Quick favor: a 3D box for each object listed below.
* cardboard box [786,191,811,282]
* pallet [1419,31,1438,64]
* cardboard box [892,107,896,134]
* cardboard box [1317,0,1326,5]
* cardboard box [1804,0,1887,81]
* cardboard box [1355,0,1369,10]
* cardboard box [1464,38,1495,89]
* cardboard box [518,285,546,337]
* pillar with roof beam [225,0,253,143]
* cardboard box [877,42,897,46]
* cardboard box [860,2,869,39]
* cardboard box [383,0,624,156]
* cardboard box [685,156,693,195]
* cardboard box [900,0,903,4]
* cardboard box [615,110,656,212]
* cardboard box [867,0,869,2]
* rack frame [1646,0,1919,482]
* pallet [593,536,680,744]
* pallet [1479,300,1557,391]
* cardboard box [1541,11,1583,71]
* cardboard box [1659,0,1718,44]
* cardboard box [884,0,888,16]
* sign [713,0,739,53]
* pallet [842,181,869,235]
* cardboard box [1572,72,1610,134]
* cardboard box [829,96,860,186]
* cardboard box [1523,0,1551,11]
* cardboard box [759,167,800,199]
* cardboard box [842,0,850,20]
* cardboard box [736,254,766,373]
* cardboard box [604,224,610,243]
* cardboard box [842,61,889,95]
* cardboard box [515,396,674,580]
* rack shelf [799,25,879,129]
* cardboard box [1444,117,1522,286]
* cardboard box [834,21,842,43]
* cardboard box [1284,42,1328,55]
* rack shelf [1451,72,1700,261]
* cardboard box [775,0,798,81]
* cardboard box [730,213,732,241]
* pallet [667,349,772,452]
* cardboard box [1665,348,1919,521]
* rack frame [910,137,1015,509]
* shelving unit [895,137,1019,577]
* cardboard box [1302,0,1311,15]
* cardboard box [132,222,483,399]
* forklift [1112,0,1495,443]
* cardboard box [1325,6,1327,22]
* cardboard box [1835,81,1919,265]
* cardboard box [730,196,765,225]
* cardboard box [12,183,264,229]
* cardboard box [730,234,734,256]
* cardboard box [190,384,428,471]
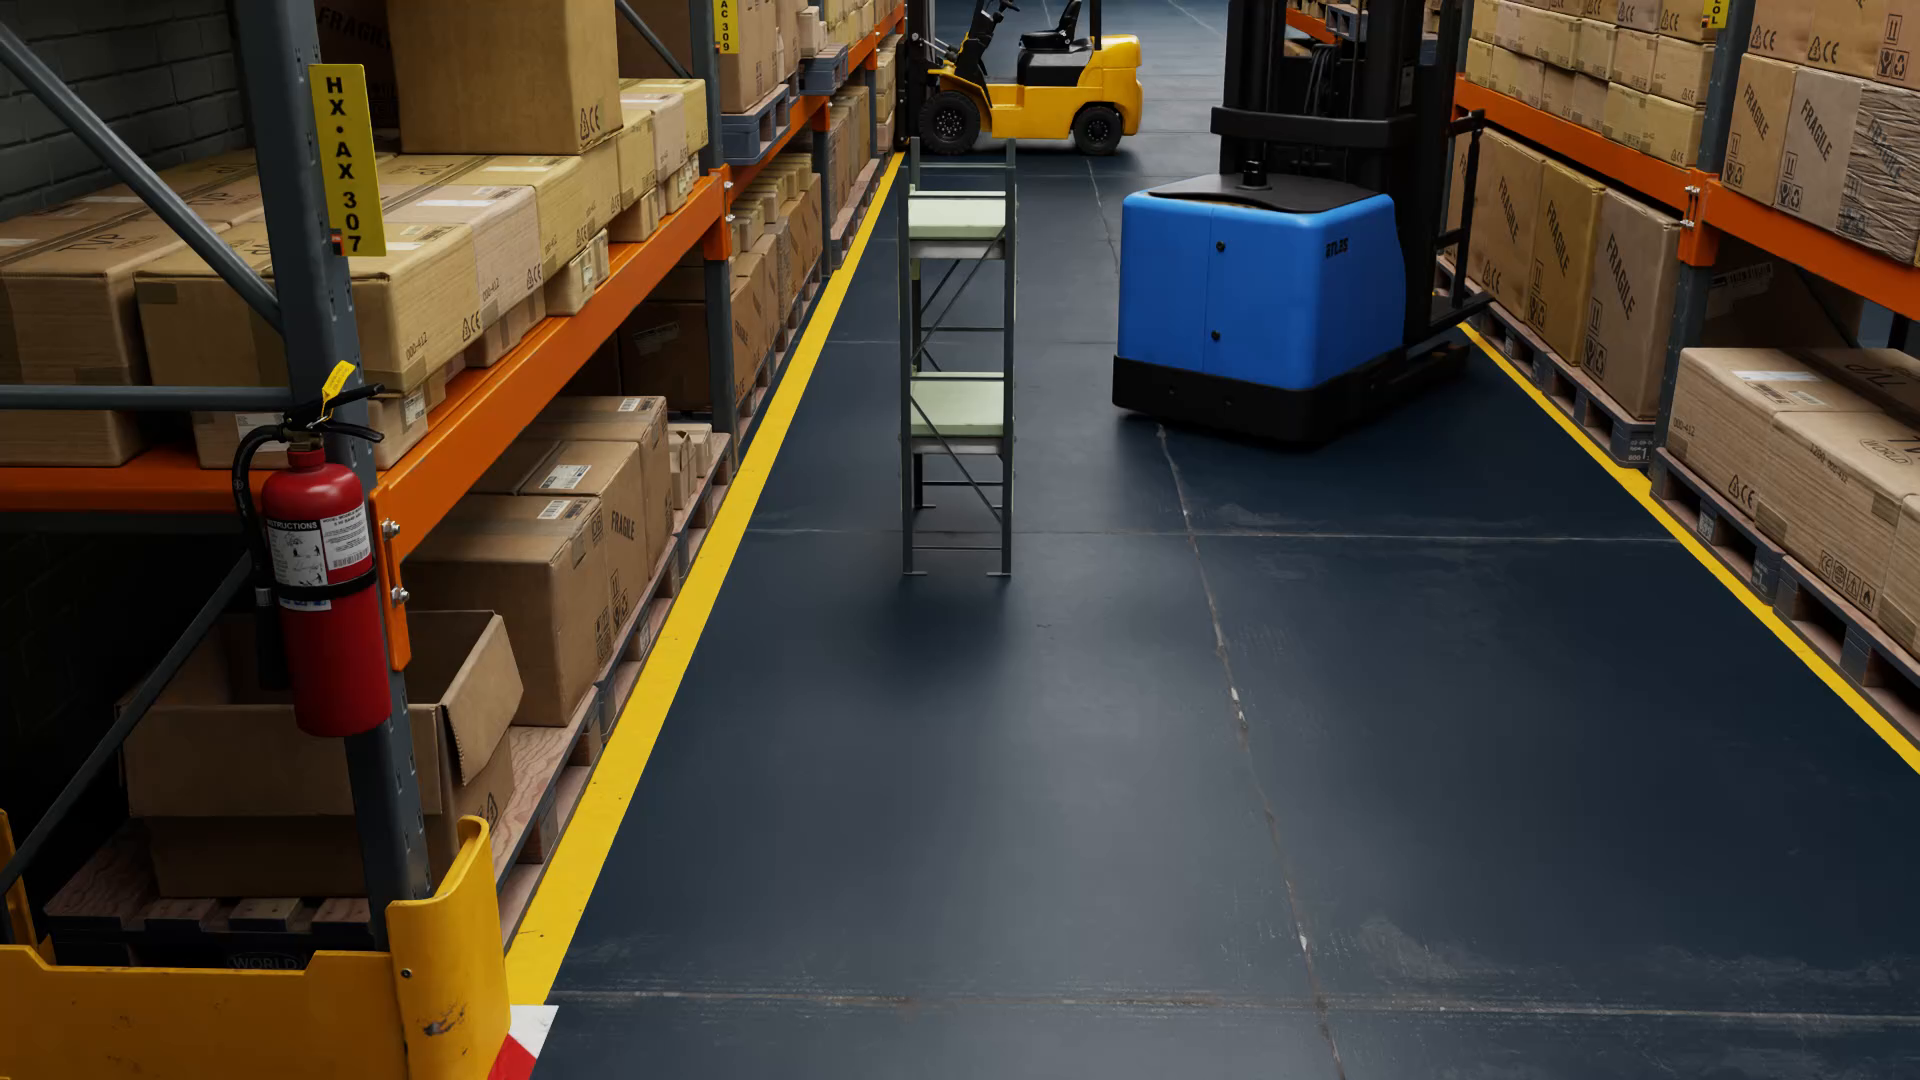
[{"bbox_3d":[-1.178,-1.839,9.996,0.500,0.500,0.500,0,21,1],"label":"cardboard box"},{"bbox_3d":[3.522,-3.261,11.051,1.213,0.211,1.003,1,21,2],"label":"pallet"},{"bbox_3d":[-0.887,-4.046,16.029,0.500,0.250,0.500,1,21,3],"label":"cardboard box"},{"bbox_3d":[3.503,-5.072,14.905,0.500,0.500,0.500,1,21,3],"label":"cardboard box"},{"bbox_3d":[3.207,-1.806,5.515,0.500,0.500,0.500,0,21,1],"label":"cardboard box"},{"bbox_3d":[3.380,-4.330,13.307,0.380,0.149,0.250,1,21,3],"label":"cardboard box"},{"bbox_3d":[3.341,-2.847,9.927,0.500,0.250,0.500,0,21,1],"label":"cardboard box"},{"bbox_3d":[-1.307,-0.625,4.341,0.380,0.149,0.250,1,21,2],"label":"cardboard box"},{"bbox_3d":[1.905,-4.206,4.928,9.100,9.000,0.400,1,21,2],"label":"pillar with roof beam"},{"bbox_3d":[-0.828,-4.880,16.797,0.500,0.250,0.500,1,21,2],"label":"cardboard box"},{"bbox_3d":[-0.996,-4.154,13.295,0.500,0.250,0.500,1,21,1],"label":"cardboard box"},{"bbox_3d":[-1.269,-1.374,4.682,0.500,0.500,0.500,1,21,3],"label":"cardboard box"},{"bbox_3d":[-1.219,-1.369,6.257,0.380,0.149,0.250,1,21,3],"label":"cardboard box"},{"bbox_3d":[-0.863,-5.903,17.457,0.500,0.500,0.500,0,21,0],"label":"cardboard box"},{"bbox_3d":[-1.276,-1.219,5.319,0.500,0.250,0.500,0,21,1],"label":"cardboard box"},{"bbox_3d":[-0.992,-4.573,13.685,0.500,0.250,0.500,0,21,0],"label":"cardboard box"},{"bbox_3d":[3.486,-1.645,6.621,1.000,3.000,0.127,1,21,2],"label":"rack frame"},{"bbox_3d":[-1.532,0.293,5.484,1.003,0.211,1.213,1,21,2],"label":"pallet"},{"bbox_3d":[3.468,-1.067,8.987,1.003,0.211,1.213,1,21,2],"label":"pallet"},{"bbox_3d":[3.272,-2.524,8.402,0.500,0.250,0.500,1,21,3],"label":"cardboard box"},{"bbox_3d":[3.248,-2.322,6.846,0.500,0.500,0.500,1,21,3],"label":"cardboard box"},{"bbox_3d":[-0.945,-5.166,15.559,0.500,0.500,0.500,0,21,1],"label":"cardboard box"},{"bbox_3d":[-0.933,-2.099,6.594,0.100,0.325,0.005,1,21,2],"label":"sign"},{"bbox_3d":[-1.250,-2.582,12.891,1.003,0.211,1.213,1,21,2],"label":"pallet"},{"bbox_3d":[3.298,-2.106,8.018,0.500,0.250,0.500,0,21,0],"label":"cardboard box"},{"bbox_3d":[-1.269,-3.210,13.358,0.875,0.625,0.625,0,21,1],"label":"cardboard box"},{"bbox_3d":[3.311,-3.062,8.753,0.500,0.500,0.500,1,21,3],"label":"cardboard box"},{"bbox_3d":[-1.146,-2.102,9.778,0.380,0.149,0.250,0,21,0],"label":"cardboard box"},{"bbox_3d":[-1.046,-3.835,11.783,0.500,0.250,0.500,0,21,0],"label":"cardboard box"},{"bbox_3d":[-1.230,-1.094,8.076,0.500,0.500,0.500,0,21,1],"label":"cardboard box"},{"bbox_3d":[-1.338,-0.995,5.294,0.380,0.149,0.250,1,21,2],"label":"cardboard box"},{"bbox_3d":[-0.904,-4.142,14.896,0.500,0.250,0.500,0,21,1],"label":"cardboard box"},{"bbox_3d":[-1.388,-0.186,5.738,0.700,0.500,0.500,0,21,0],"label":"cardboard box"},{"bbox_3d":[-1.293,-3.532,12.480,1.077,0.370,4.000,1,21,2],"label":"rack shelf"},{"bbox_3d":[3.503,-2.048,10.016,0.875,0.875,0.875,0,21,1],"label":"cardboard box"},{"bbox_3d":[-1.076,-3.414,11.388,0.500,0.250,0.500,0,21,0],"label":"cardboard box"},{"bbox_3d":[3.538,-4.761,16.836,0.500,0.500,0.500,0,21,0],"label":"cardboard box"},{"bbox_3d":[3.546,-2.033,8.615,1.077,0.370,4.000,1,21,2],"label":"rack shelf"},{"bbox_3d":[-1.198,-2.584,8.323,0.700,0.500,0.500,1,21,1],"label":"cardboard box"},{"bbox_3d":[-1.239,-1.391,7.534,0.380,0.149,0.250,0,21,-1],"label":"cardboard box"},{"bbox_3d":[-1.489,-0.693,8.022,1.003,0.211,1.213,1,21,2],"label":"pallet"},{"bbox_3d":[3.359,-0.420,6.427,0.875,0.438,0.875,0,21,1],"label":"cardboard box"},{"bbox_3d":[0.011,-0.834,6.605,0.400,1.500,0.023,1,21,2],"label":"rack frame"},{"bbox_3d":[0.000,-0.702,6.264,0.431,1.500,0.755,1,21,2],"label":"shelving unit"},{"bbox_3d":[3.471,-5.093,15.855,0.380,0.149,0.250,1,21,2],"label":"cardboard box"},{"bbox_3d":[-1.315,-0.482,3.420,0.500,0.250,0.500,1,21,2],"label":"cardboard box"},{"bbox_3d":[2.033,-2.274,8.337,1.130,2.935,3.031,16,26,35],"label":"forklift"},{"bbox_3d":[3.435,-4.630,14.663,0.380,0.149,0.250,1,21,3],"label":"cardboard box"},{"bbox_3d":[3.169,-1.163,5.241,0.500,0.500,0.500,1,21,2],"label":"cardboard box"},{"bbox_3d":[-1.243,-1.728,8.815,0.380,0.149,0.250,1,21,2],"label":"cardboard box"},{"bbox_3d":[-1.832,-0.676,3.921,0.500,0.250,0.500,1,21,2],"label":"cardboard box"},{"bbox_3d":[-1.272,-1.352,7.844,0.380,0.149,0.250,0,21,-1],"label":"cardboard box"},{"bbox_3d":[-1.313,-0.251,3.375,0.380,0.149,0.250,0,21,1],"label":"cardboard box"}]
